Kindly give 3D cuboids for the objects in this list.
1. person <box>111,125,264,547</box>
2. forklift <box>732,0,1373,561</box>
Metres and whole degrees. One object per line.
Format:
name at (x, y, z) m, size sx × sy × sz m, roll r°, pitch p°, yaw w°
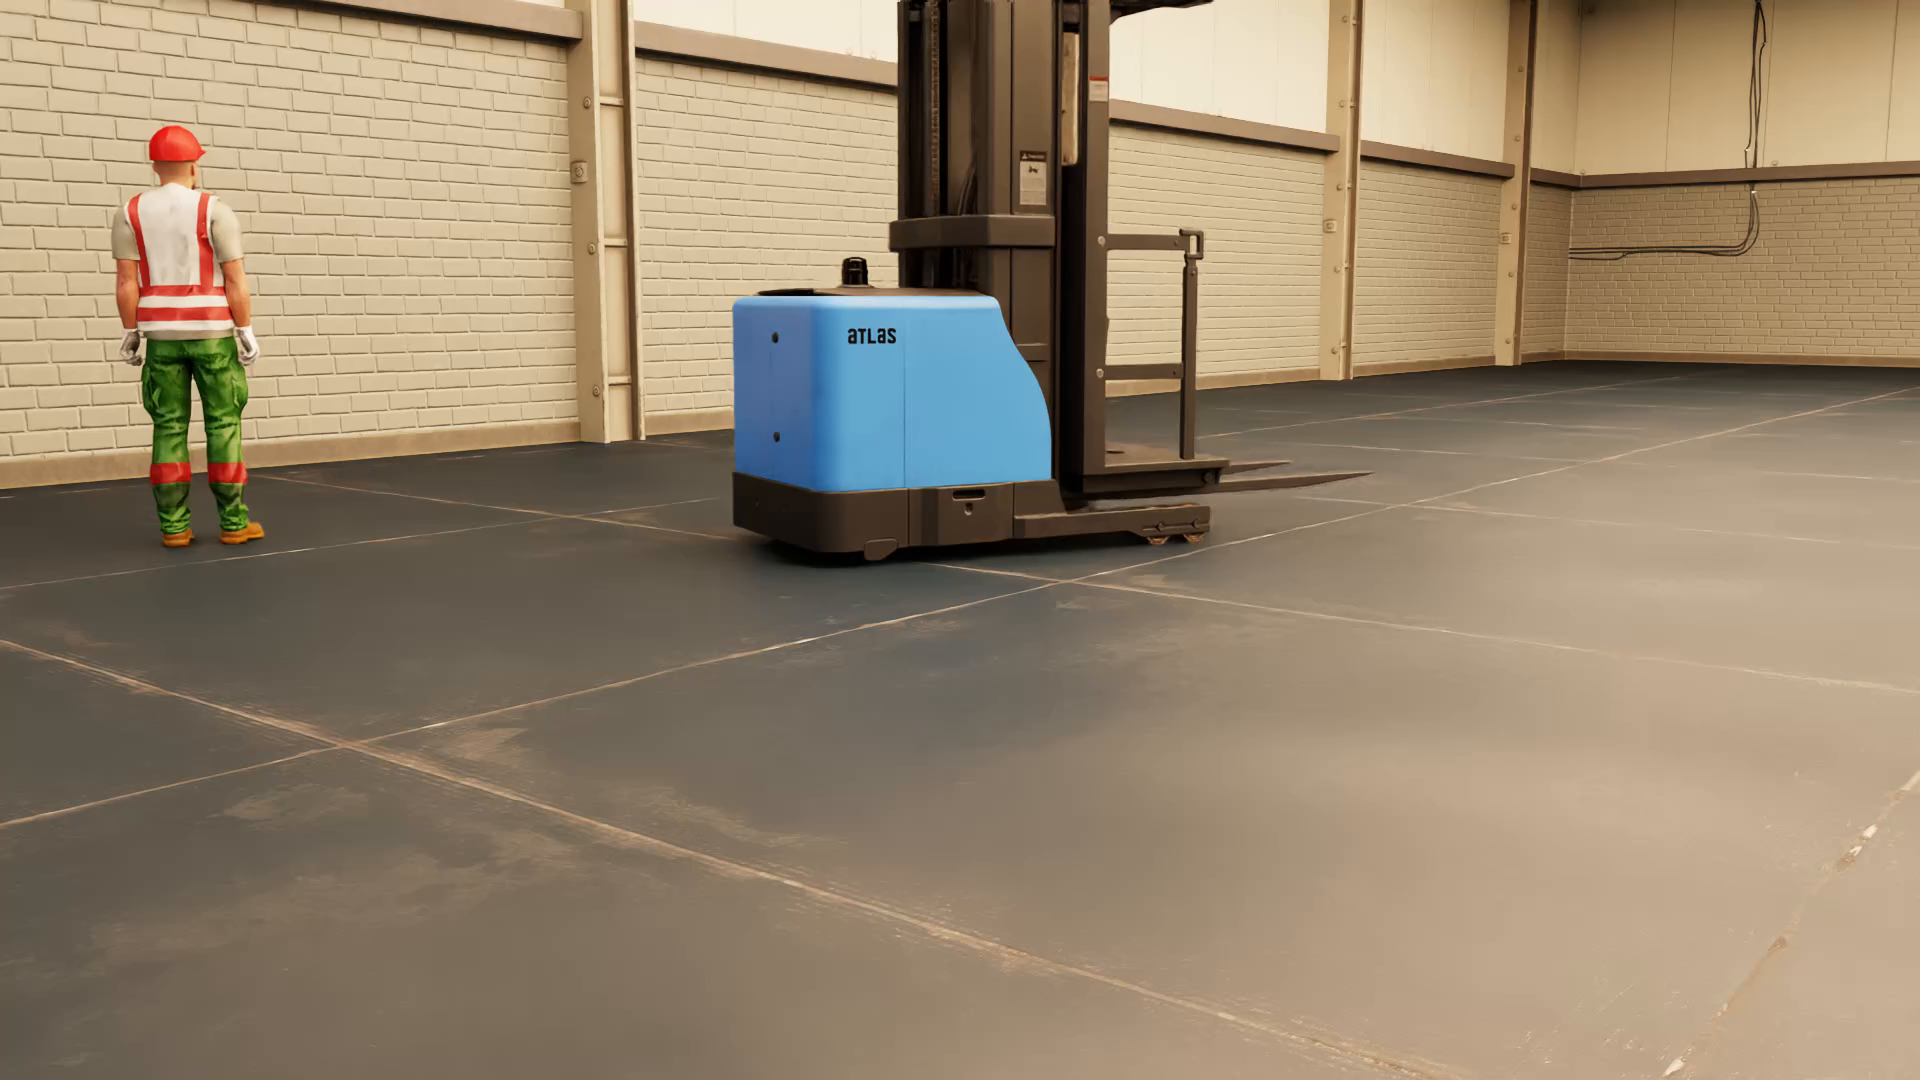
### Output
person at (-3.336, -0.876, 7.211) m, size 0.570 × 1.795 × 0.359 m, roll -2°, pitch 8°, yaw -11°
forklift at (0.532, -1.495, 7.499) m, size 3.031 × 2.935 × 1.130 m, roll -5°, pitch 9°, yaw -29°
